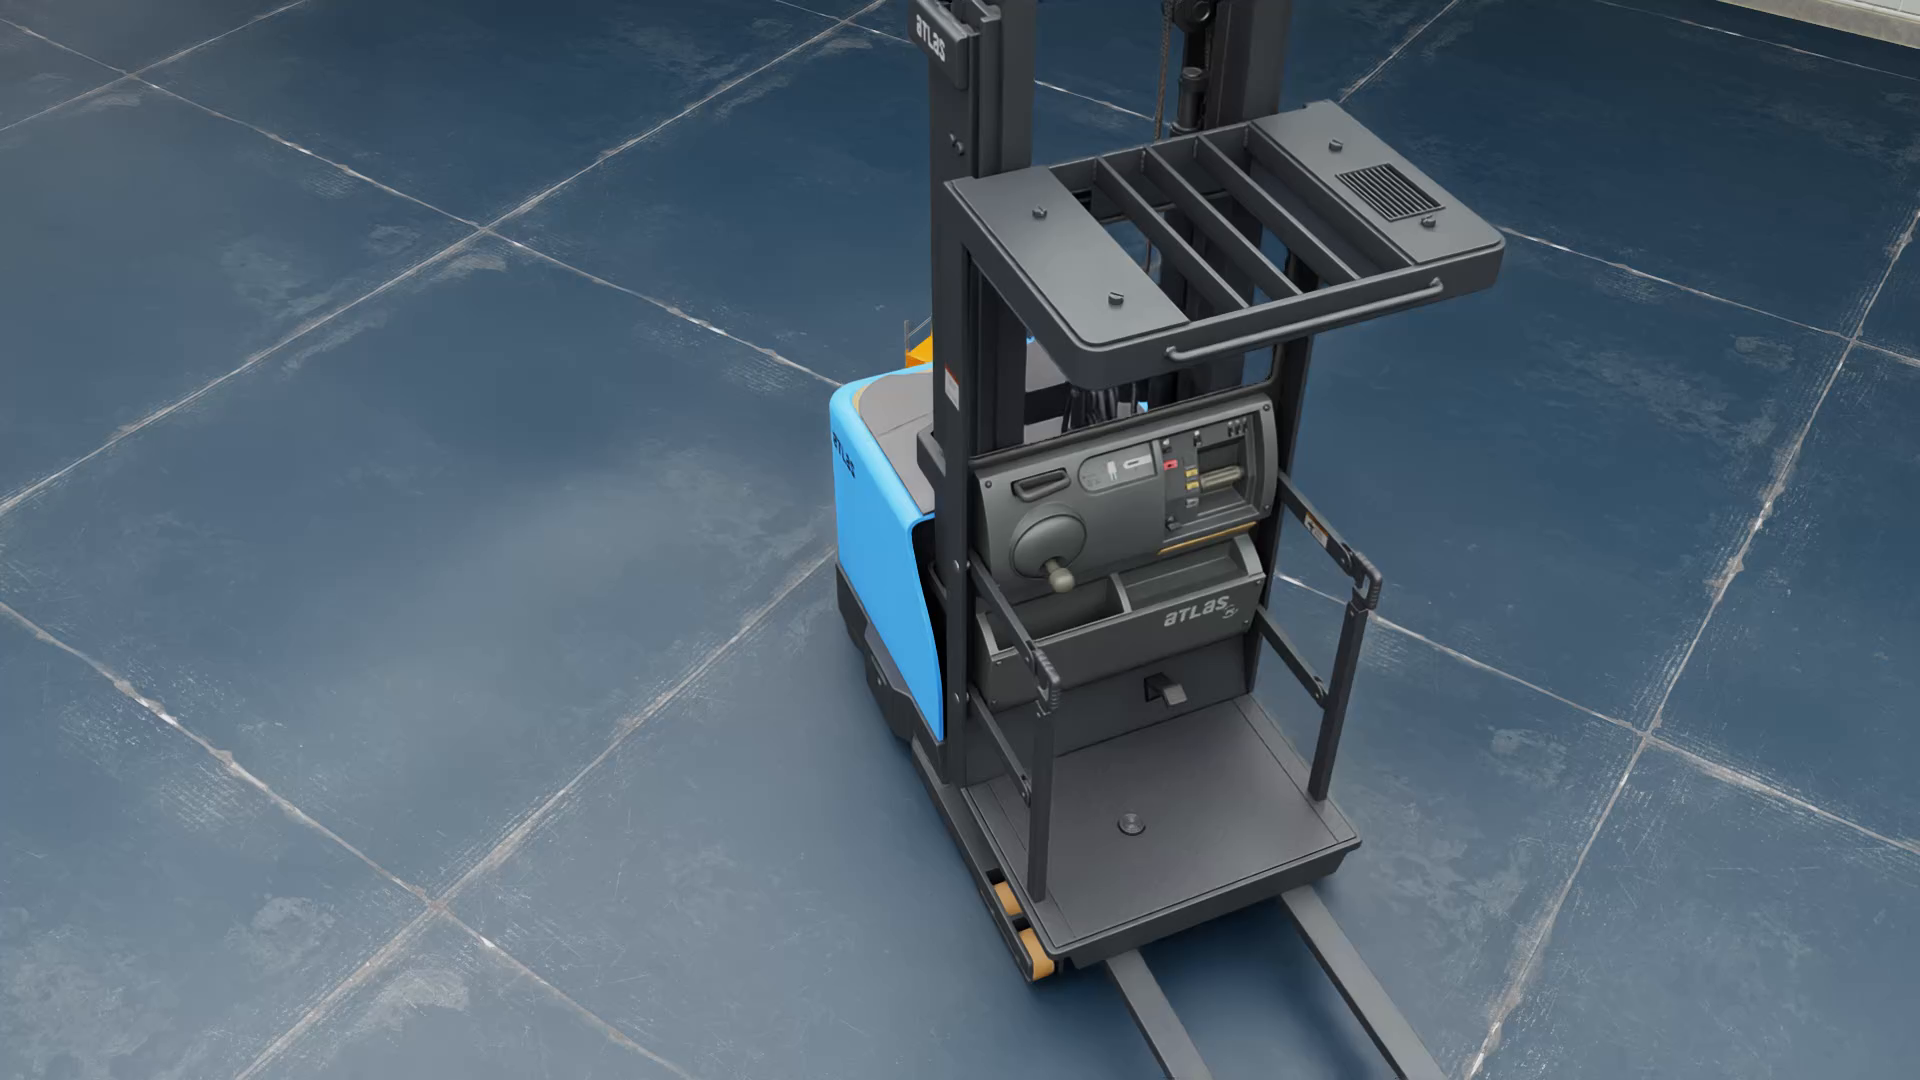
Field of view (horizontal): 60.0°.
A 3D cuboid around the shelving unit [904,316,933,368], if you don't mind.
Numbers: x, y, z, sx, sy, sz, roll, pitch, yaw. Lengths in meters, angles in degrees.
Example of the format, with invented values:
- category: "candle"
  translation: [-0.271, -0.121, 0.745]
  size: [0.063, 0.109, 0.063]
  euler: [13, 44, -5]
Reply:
- category: "shelving unit"
  translation: [-0.044, -0.412, 6.423]
  size: [0.252, 1.050, 0.215]
  euler: [25, 48, 25]

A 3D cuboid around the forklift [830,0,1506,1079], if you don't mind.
- category: "forklift"
  translation: [0.578, -0.045, 4.603]
  size: [1.130, 2.935, 3.031]
  euler: [-16, 44, -17]

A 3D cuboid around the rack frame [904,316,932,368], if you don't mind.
- category: "rack frame"
  translation: [-0.144, -0.458, 6.475]
  size: [0.008, 1.050, 0.200]
  euler: [25, 48, 25]

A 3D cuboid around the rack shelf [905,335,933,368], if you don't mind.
- category: "rack shelf"
  translation: [-0.044, -0.615, 6.241]
  size: [0.240, 0.259, 0.215]
  euler: [25, 48, 25]
